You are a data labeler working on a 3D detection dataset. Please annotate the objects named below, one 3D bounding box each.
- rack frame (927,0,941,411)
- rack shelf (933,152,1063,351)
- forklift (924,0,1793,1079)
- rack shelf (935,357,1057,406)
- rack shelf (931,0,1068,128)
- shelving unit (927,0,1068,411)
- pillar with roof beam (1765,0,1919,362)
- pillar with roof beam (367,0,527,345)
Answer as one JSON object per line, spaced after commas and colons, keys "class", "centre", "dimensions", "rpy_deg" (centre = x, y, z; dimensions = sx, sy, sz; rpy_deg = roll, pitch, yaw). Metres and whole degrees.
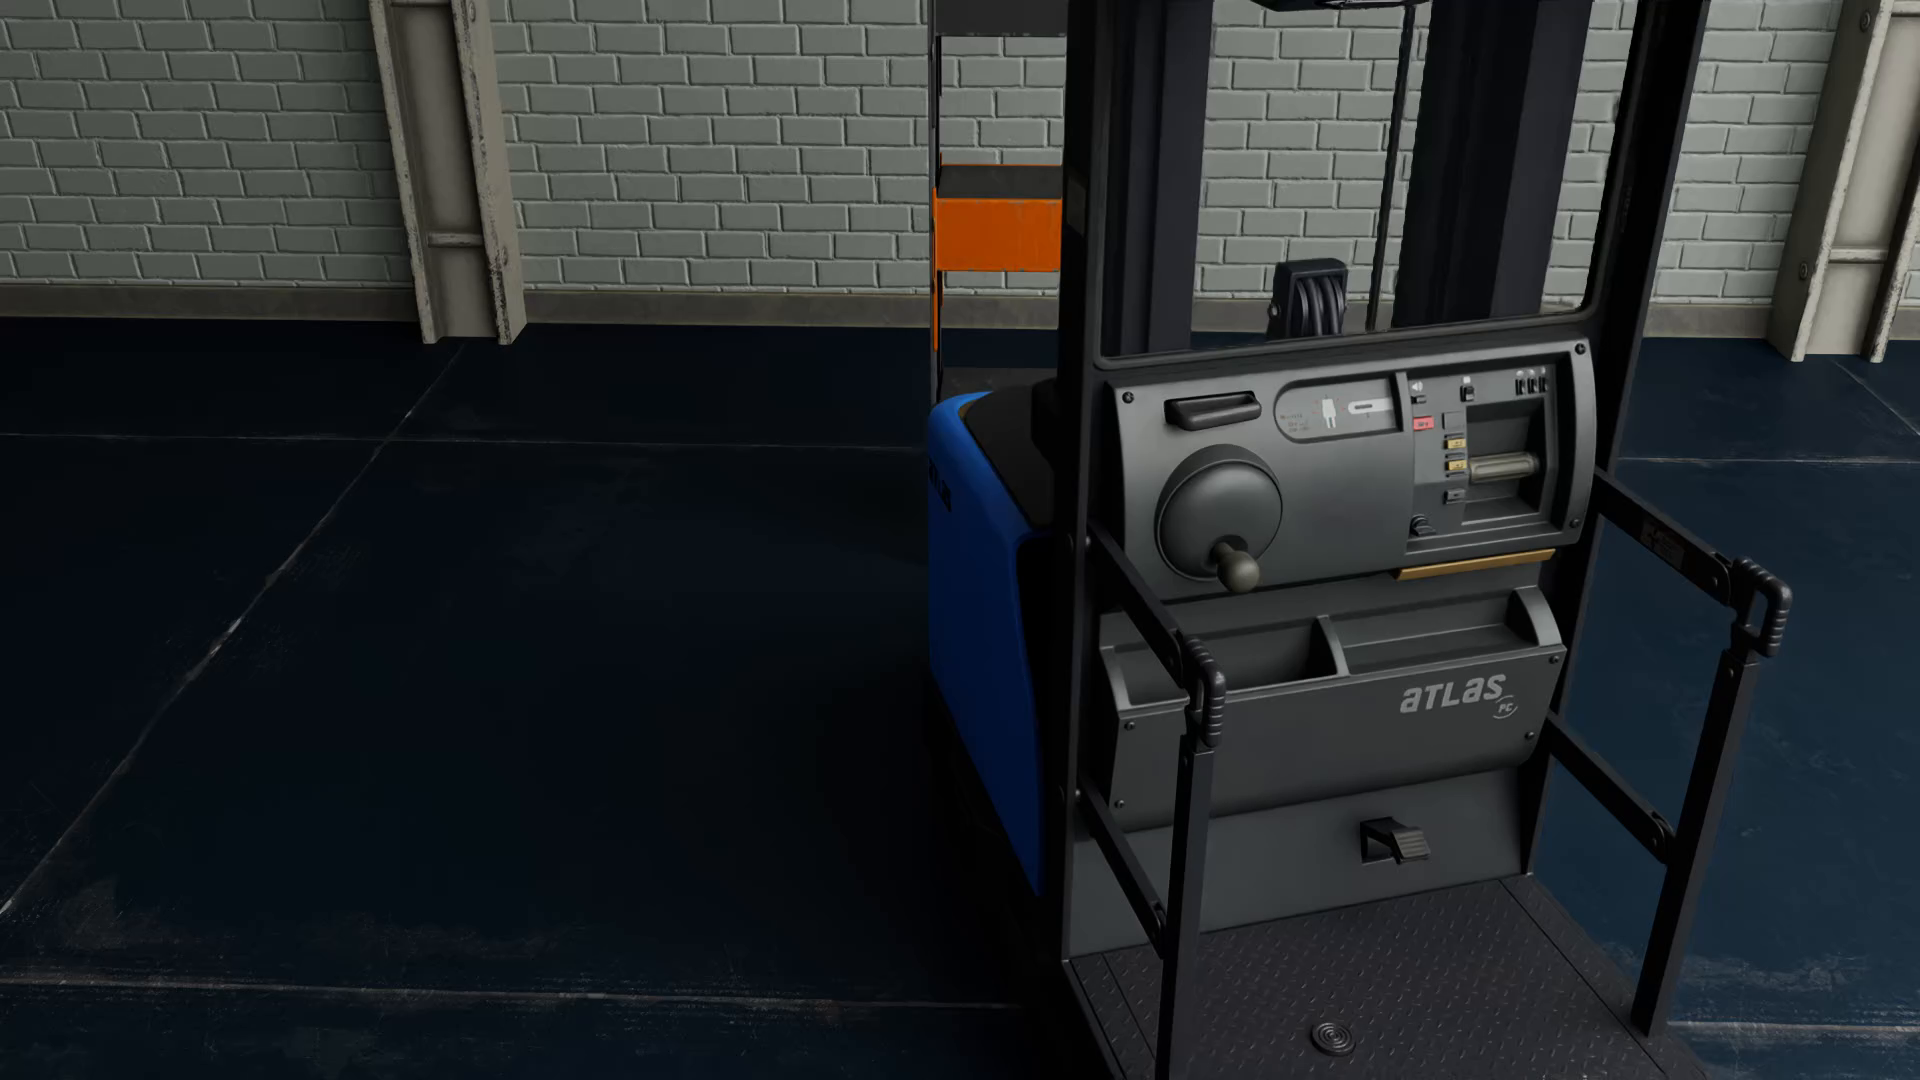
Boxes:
{"class": "rack frame", "centre": [-0.078, -0.929, 5.261], "dimensions": [0.015, 2.100, 0.400], "rpy_deg": [1, 28, 2]}
{"class": "rack shelf", "centre": [0.165, -0.913, 5.259], "dimensions": [0.480, 0.518, 0.431], "rpy_deg": [1, 28, 2]}
{"class": "forklift", "centre": [0.778, -0.098, 2.805], "dimensions": [1.130, 2.935, 3.031], "rpy_deg": [-7, 29, -13]}
{"class": "rack shelf", "centre": [0.165, -0.294, 5.587], "dimensions": [0.480, 0.518, 0.431], "rpy_deg": [1, 28, 2]}
{"class": "rack shelf", "centre": [0.165, -1.531, 4.932], "dimensions": [0.480, 0.518, 0.431], "rpy_deg": [1, 28, 2]}
{"class": "shelving unit", "centre": [0.165, -0.925, 5.253], "dimensions": [0.503, 2.100, 0.431], "rpy_deg": [1, 28, 2]}
{"class": "pillar with roof beam", "centre": [3.654, -2.806, 1.435], "dimensions": [0.400, 9.000, 9.100], "rpy_deg": [1, 28, 2]}
{"class": "pillar with roof beam", "centre": [-2.343, -2.905, 1.623], "dimensions": [0.400, 9.000, 9.100], "rpy_deg": [1, 28, 2]}
